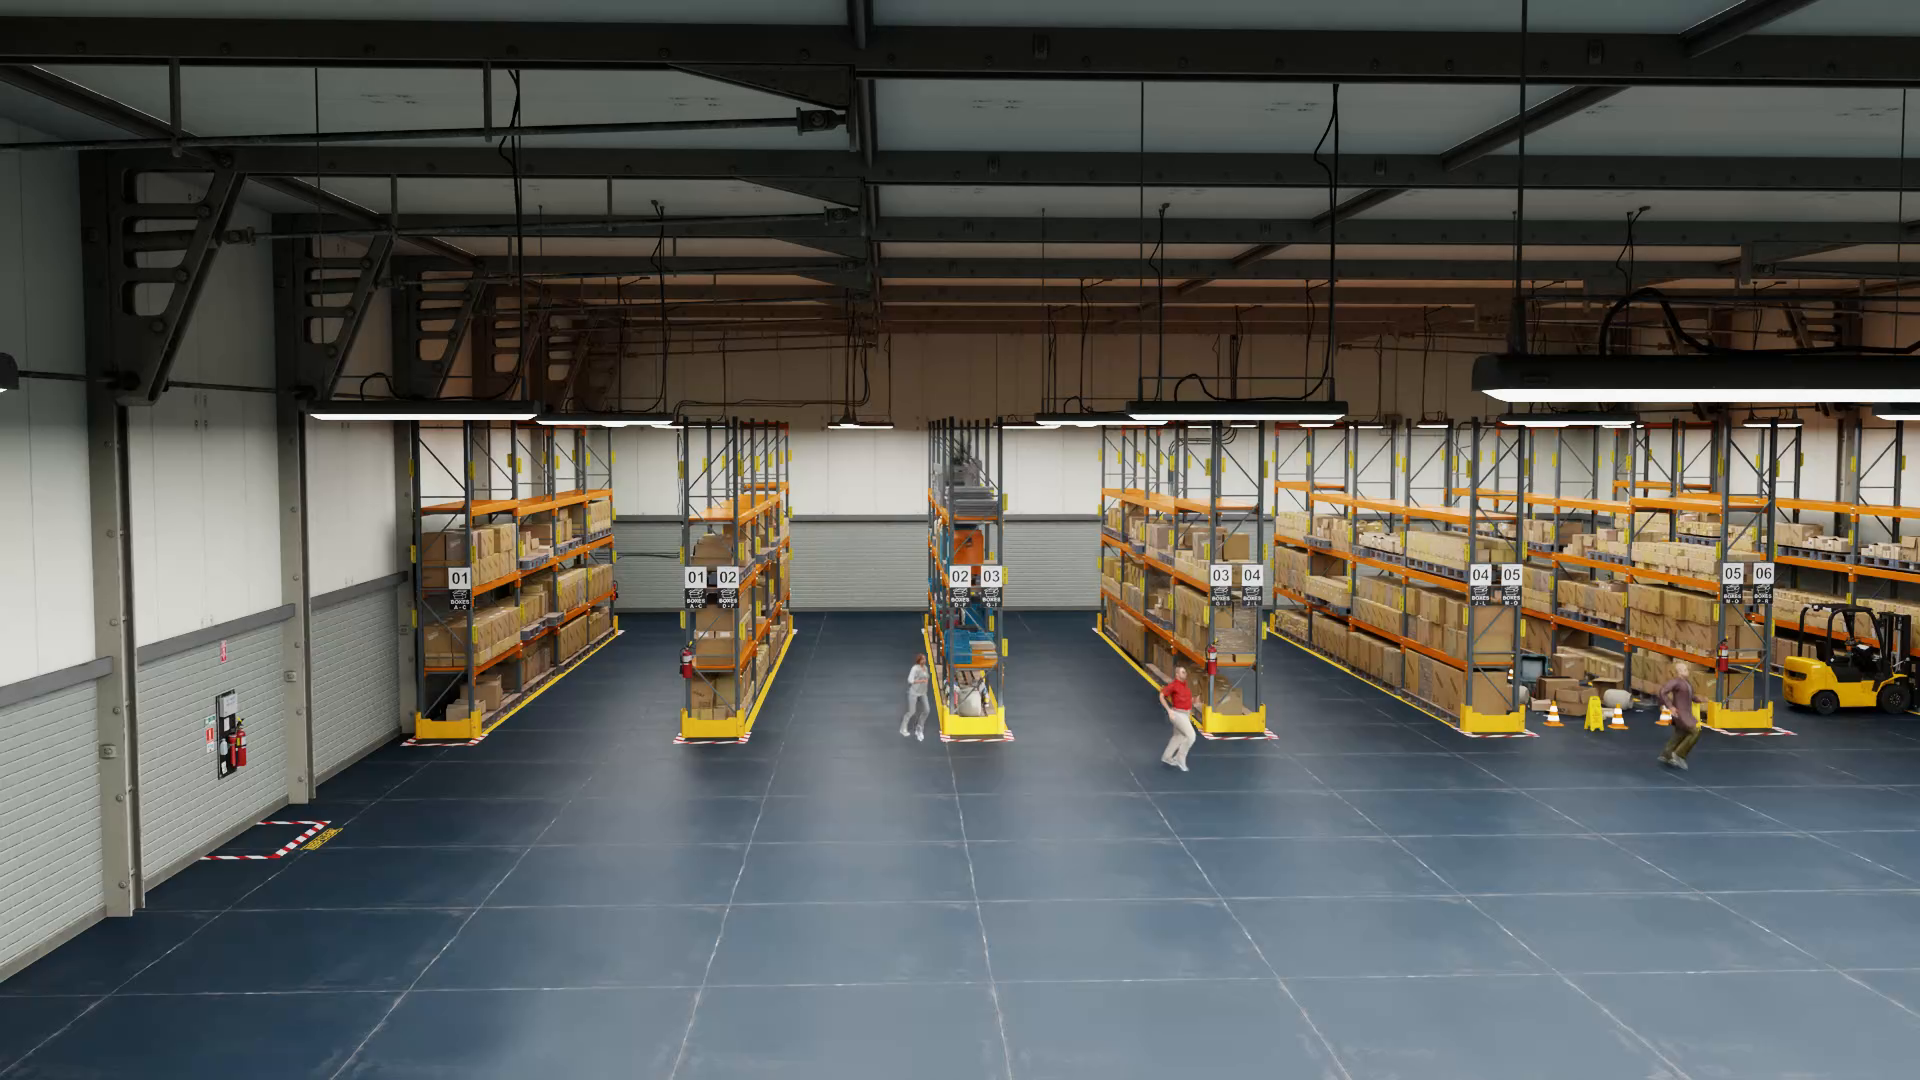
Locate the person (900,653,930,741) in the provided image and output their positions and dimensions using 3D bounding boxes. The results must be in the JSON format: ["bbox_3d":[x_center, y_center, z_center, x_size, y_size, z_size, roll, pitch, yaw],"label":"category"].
[{"bbox_3d":[-0.782,2.916,30.967,0.512,1.635,0.686,-3,5,-42],"label":"person"}]

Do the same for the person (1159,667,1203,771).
[{"bbox_3d":[3.753,3.035,28.200,0.739,1.773,0.635,2,4,25],"label":"person"}]

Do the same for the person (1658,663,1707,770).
[{"bbox_3d":[12.277,2.996,28.247,0.772,1.799,0.677,3,5,37],"label":"person"}]

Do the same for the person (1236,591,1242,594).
[{"bbox_3d":[7.876,1.794,47.919,0.704,1.648,0.614,-3,5,-42],"label":"person"}]
